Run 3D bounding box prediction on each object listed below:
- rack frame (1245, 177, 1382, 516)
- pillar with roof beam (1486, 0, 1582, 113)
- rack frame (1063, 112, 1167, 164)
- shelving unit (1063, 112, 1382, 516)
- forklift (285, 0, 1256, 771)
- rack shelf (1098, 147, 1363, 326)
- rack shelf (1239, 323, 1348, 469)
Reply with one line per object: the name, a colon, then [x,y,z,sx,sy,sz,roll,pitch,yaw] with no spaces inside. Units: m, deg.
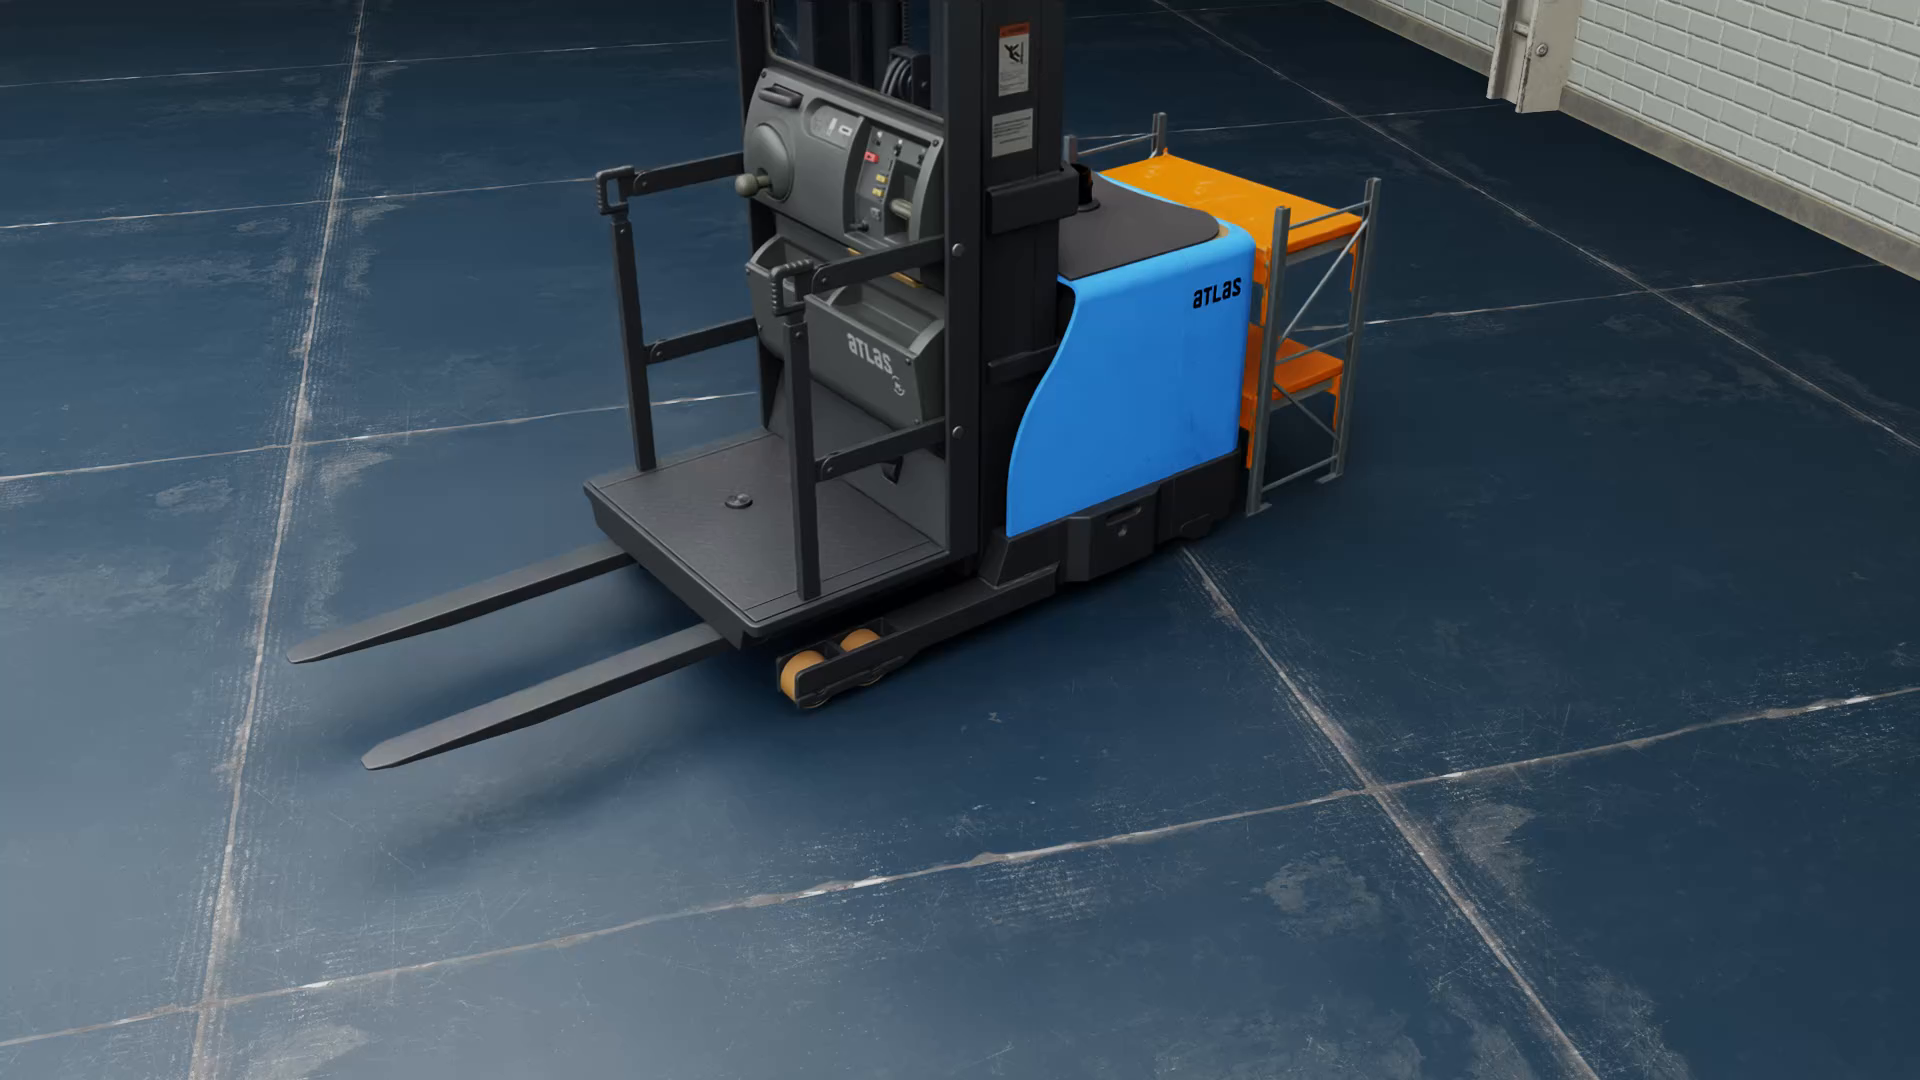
rack frame: [1.218,-0.656,5.760,0.500,1.125,0.032,-22,37,-33]
pillar with roof beam: [-0.579,-6.090,7.288,9.100,9.000,0.400,-8,31,-13]
rack frame: [0.580,-1.052,6.445,0.500,1.125,0.032,-22,37,-33]
shelving unit: [0.899,-0.854,6.103,0.538,1.125,1.048,-22,37,-33]
forklift: [-0.517,-1.074,4.679,3.031,2.935,1.130,-21,36,-31]
rack shelf: [0.899,-1.107,5.956,0.538,0.278,1.000,-22,37,-33]
rack shelf: [0.899,-0.642,6.225,0.538,0.278,1.000,-22,37,-33]
